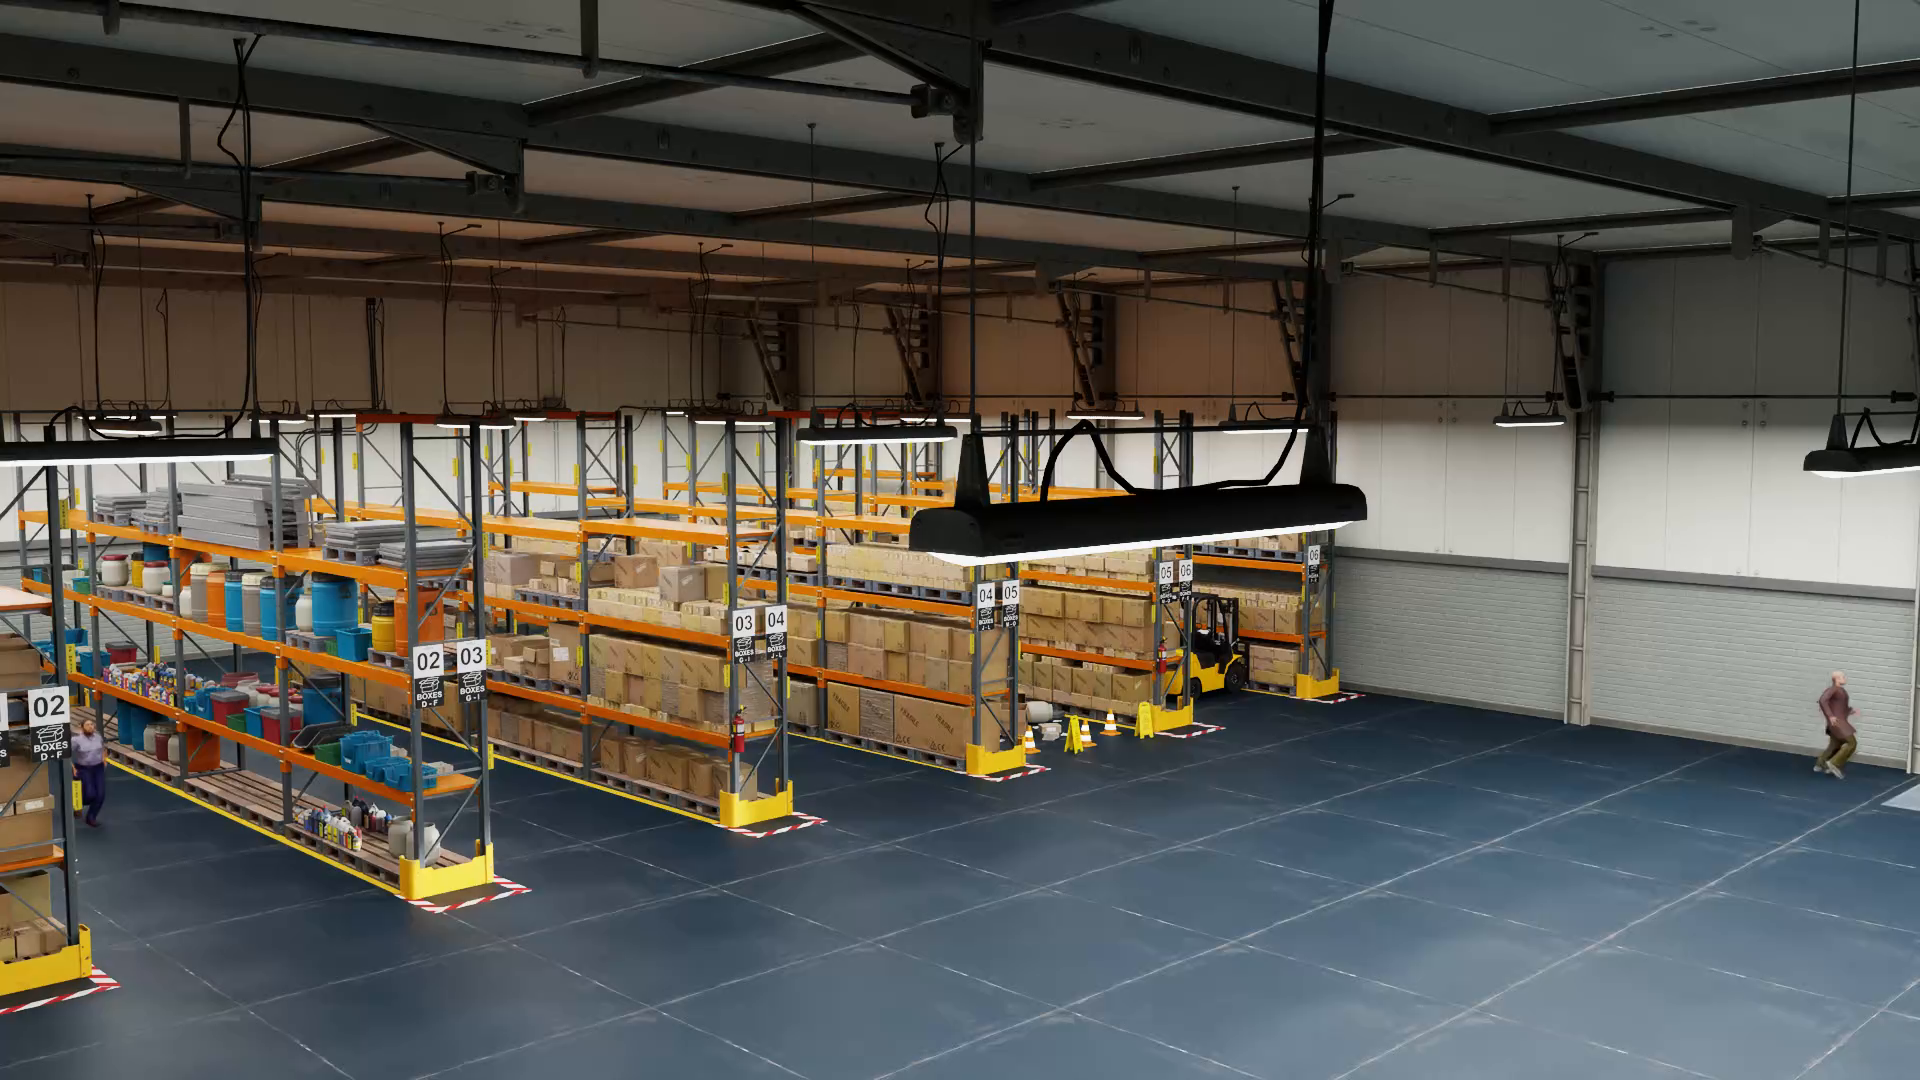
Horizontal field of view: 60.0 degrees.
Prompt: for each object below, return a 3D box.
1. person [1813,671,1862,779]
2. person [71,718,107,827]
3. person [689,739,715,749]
[{"bbox_3d":[14.594,3.075,27.634,0.679,1.805,0.733,3,6,31],"label":"person"},{"bbox_3d":[-12.798,3.424,24.446,0.549,1.589,0.608,3,6,33],"label":"person"},{"bbox_3d":[-4.680,2.879,29.921,0.661,1.726,0.701,3,6,29],"label":"person"}]
